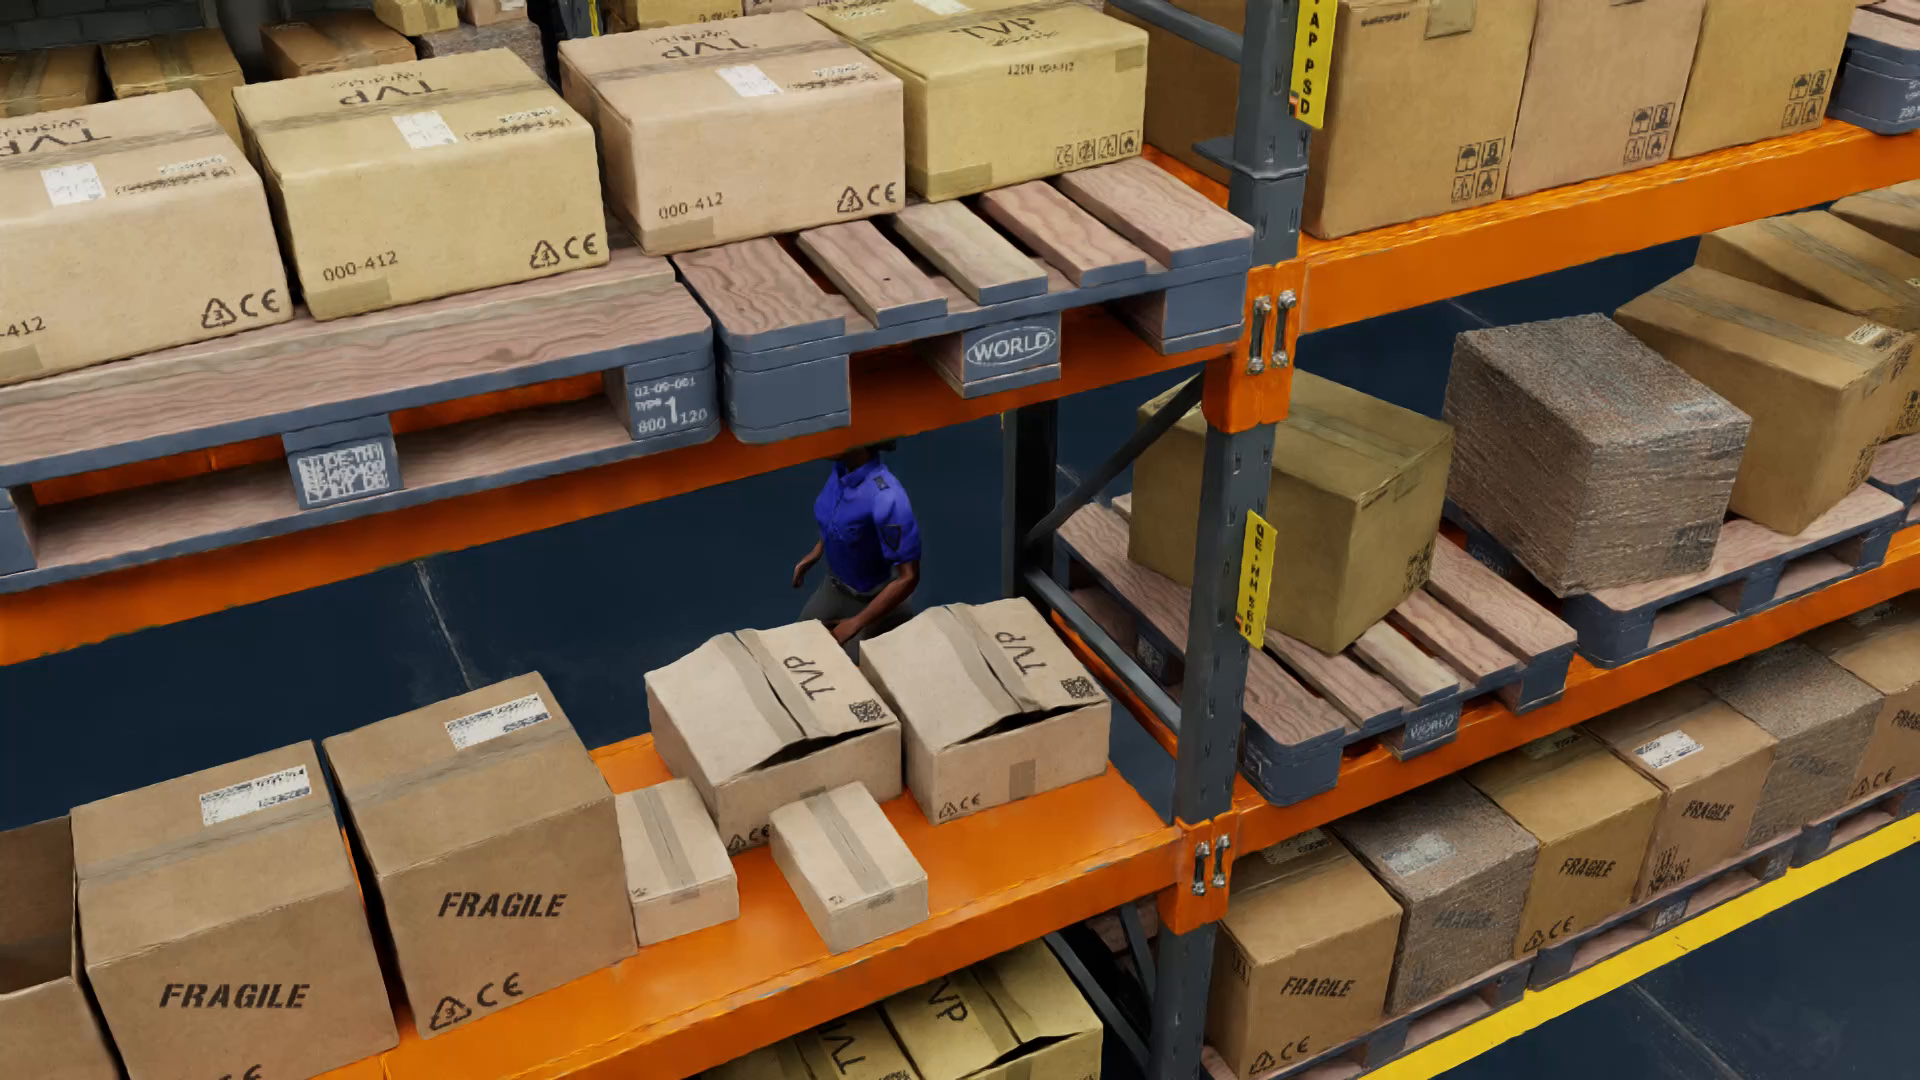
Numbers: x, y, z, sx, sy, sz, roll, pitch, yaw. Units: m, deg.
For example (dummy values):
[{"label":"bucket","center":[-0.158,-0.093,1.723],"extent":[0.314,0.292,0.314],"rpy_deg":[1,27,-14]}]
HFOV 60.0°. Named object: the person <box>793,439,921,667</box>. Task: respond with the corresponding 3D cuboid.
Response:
[{"label":"person","center":[-0.380,0.252,5.800],"extent":[0.474,1.626,0.624],"rpy_deg":[-20,38,-28]}]
